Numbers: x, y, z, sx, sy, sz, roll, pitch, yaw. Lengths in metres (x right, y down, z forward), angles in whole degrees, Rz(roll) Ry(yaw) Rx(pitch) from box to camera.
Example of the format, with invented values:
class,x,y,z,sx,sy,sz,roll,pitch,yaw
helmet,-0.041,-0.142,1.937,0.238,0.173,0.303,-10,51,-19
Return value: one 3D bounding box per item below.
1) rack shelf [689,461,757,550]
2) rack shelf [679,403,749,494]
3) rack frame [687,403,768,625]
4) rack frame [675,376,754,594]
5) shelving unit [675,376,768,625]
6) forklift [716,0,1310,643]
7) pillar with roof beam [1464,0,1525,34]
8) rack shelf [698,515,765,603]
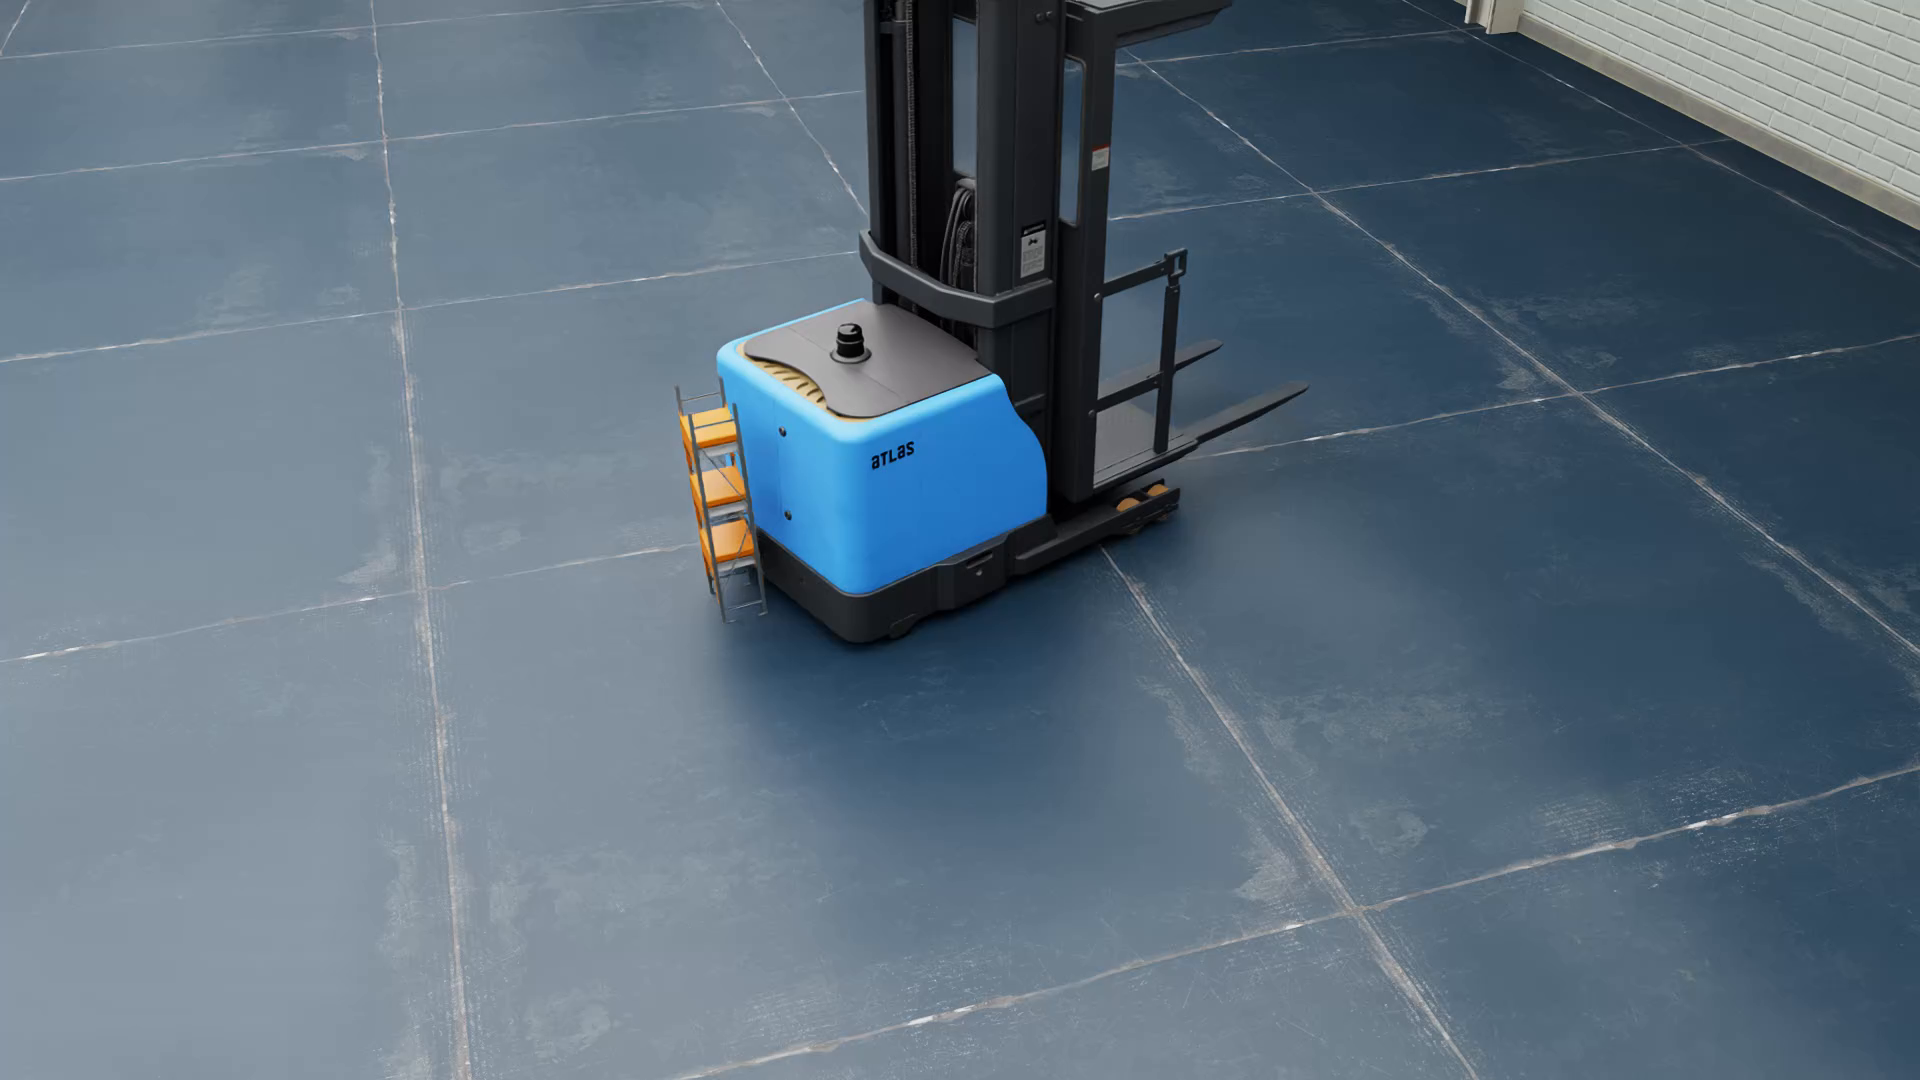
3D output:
class,x,y,z,sx,sy,sz,roll,pitch,yaw
rack shelf,-1.001,-0.145,7.024,0.215,0.259,0.240,-14,35,-15
rack shelf,-1.017,-0.379,6.865,0.215,0.259,0.240,-14,35,-15
rack frame,-0.960,-0.091,6.922,0.200,1.050,0.008,-14,35,-15
rack frame,-1.043,-0.216,7.115,0.200,1.050,0.008,-14,35,-15
shelving unit,-1.002,-0.154,7.018,0.215,1.050,0.252,-14,35,-15
forklift,0.415,-1.455,7.294,3.031,2.935,1.130,-24,40,-32
pillar with roof beam,0.555,-7.527,10.979,9.100,9.000,0.400,-10,35,-15
rack shelf,-0.986,0.085,7.180,0.215,0.259,0.240,-14,35,-15
